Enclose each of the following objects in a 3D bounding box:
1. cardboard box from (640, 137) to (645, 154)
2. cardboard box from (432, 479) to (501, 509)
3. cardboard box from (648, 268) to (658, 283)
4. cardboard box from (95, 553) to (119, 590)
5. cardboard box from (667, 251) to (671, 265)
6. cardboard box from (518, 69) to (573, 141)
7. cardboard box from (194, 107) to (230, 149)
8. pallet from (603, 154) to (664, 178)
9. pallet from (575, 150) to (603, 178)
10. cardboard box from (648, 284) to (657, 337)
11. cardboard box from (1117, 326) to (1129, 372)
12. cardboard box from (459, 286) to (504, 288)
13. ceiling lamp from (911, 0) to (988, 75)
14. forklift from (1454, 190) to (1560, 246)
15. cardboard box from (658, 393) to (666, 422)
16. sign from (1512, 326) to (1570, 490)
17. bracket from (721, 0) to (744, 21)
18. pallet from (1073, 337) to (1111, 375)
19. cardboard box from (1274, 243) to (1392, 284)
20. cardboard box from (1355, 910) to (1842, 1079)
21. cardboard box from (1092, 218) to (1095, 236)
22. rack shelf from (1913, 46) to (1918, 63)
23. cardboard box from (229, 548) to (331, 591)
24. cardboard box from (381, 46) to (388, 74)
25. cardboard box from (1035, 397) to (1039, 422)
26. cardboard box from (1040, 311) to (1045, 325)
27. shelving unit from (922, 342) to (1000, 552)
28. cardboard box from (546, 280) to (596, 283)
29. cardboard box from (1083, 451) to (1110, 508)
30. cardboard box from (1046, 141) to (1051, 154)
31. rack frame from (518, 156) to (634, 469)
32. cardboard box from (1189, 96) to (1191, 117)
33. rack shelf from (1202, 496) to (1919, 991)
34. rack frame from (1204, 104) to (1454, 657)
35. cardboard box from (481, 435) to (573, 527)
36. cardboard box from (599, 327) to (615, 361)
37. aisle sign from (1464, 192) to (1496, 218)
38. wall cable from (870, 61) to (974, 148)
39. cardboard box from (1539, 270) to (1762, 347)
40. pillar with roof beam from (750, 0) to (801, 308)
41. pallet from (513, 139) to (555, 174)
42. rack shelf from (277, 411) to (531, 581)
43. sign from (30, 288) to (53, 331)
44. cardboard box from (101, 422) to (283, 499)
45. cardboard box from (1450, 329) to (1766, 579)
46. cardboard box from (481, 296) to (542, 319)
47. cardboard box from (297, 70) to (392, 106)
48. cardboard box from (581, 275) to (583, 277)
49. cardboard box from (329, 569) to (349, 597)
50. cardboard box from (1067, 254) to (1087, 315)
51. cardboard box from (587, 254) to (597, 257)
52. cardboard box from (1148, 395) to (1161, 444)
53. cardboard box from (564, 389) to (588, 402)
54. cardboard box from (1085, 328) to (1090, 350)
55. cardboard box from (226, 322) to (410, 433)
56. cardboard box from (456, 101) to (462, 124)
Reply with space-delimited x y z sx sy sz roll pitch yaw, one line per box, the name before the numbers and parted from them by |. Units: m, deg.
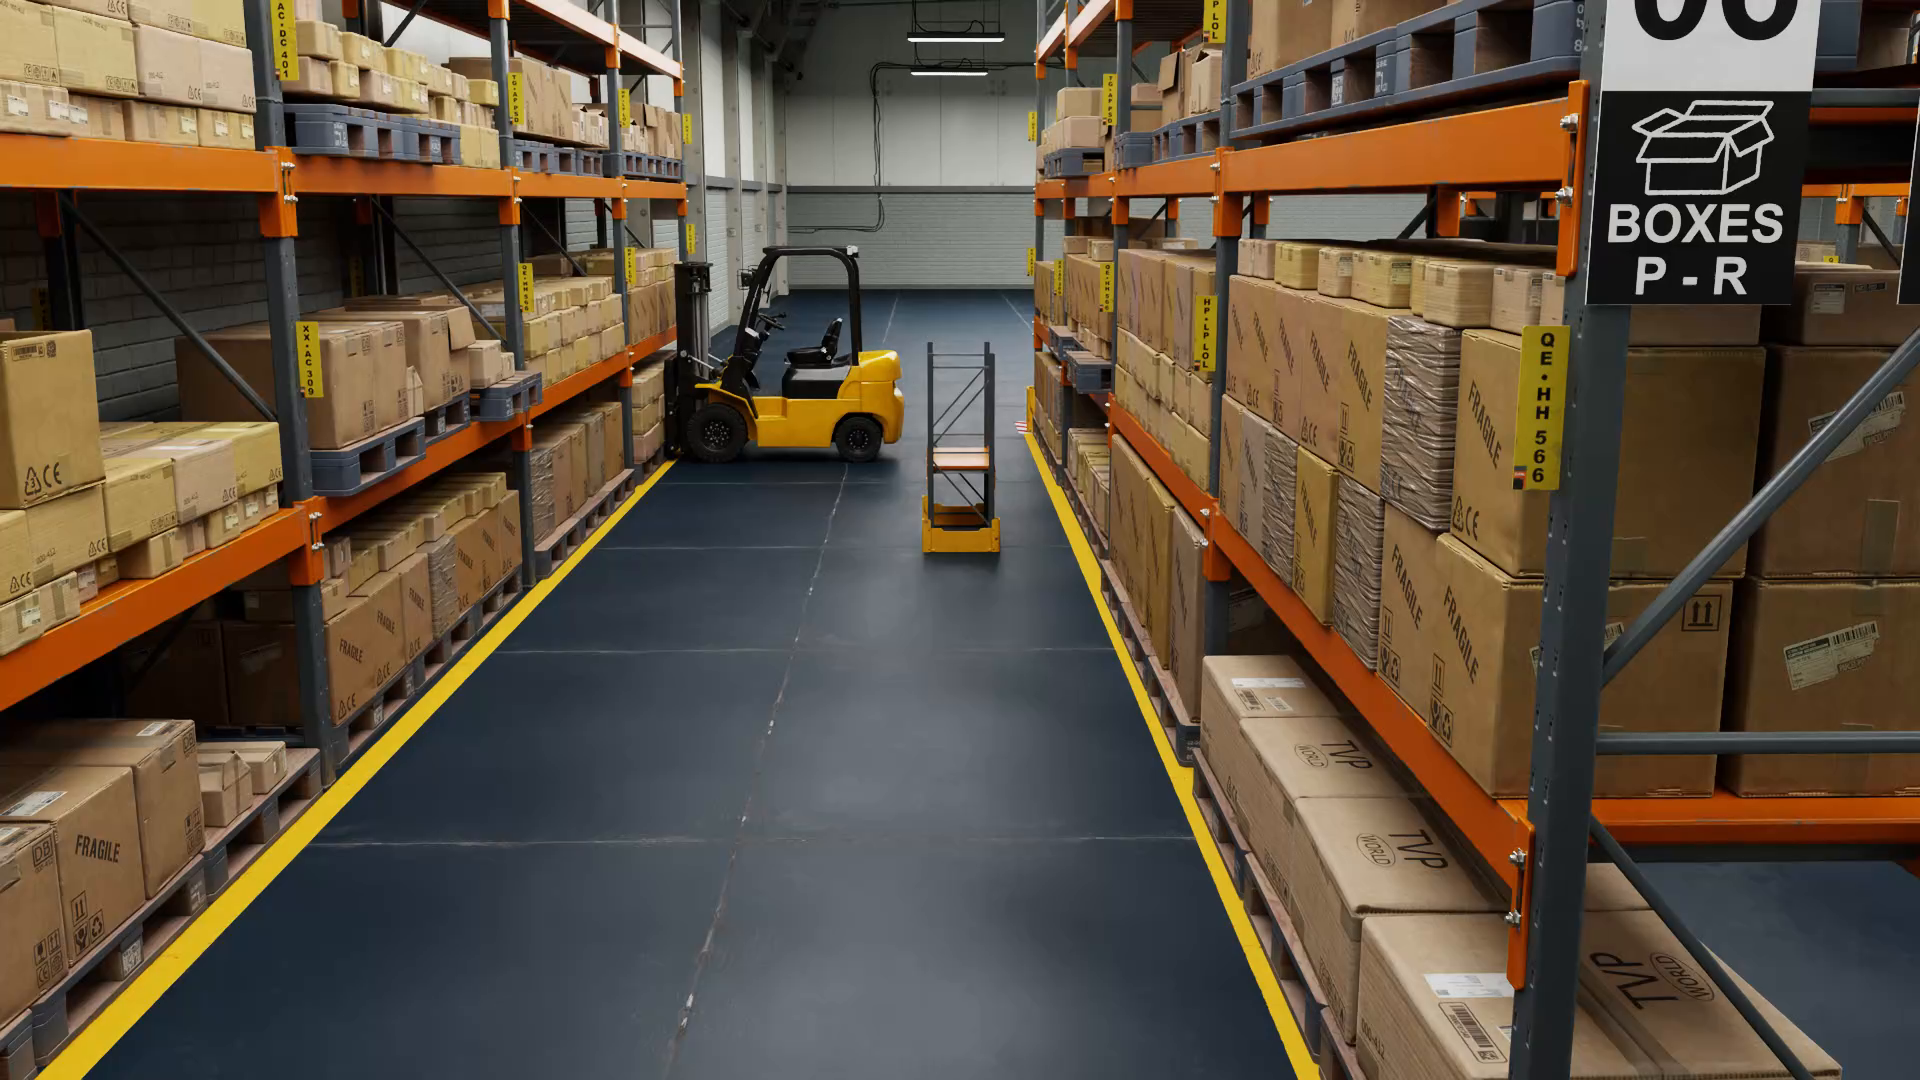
cardboard box | -3.238 -3.785 15.950 0.380 0.149 0.250 0 11 1
cardboard box | -3.133 -0.292 10.553 0.380 0.149 0.250 -1 11 -4
cardboard box | -3.272 -2.679 16.835 0.380 0.149 0.250 0 11 -2
cardboard box | -3.130 0.094 5.684 0.380 0.149 0.250 0 11 0
cardboard box | -3.265 -2.975 17.549 0.380 0.149 0.250 0 11 0
cardboard box | -3.226 -3.266 12.509 0.500 0.500 0.500 0 11 0
cardboard box | -3.046 -1.577 6.378 0.380 0.149 0.250 0 11 -1
pallet | -3.582 -3.778 16.814 1.003 0.211 1.213 0 11 -1
pallet | -3.485 -3.141 13.933 0.805 0.209 1.217 -1 11 -3
cardboard box | -3.303 -2.282 16.512 0.500 0.500 0.500 0 11 -2
cardboard box | 1.293 -1.236 10.725 0.500 0.250 0.500 0 11 -2
cardboard box | -3.738 -1.933 13.158 0.380 0.149 0.250 0 11 -1
ceiling lamp | -0.277 -13.608 42.823 2.000 3.185 0.800 0 11 -1
forklift | 3.823 -1.085 11.033 1.130 2.935 3.031 1 11 4
cardboard box | -3.229 -1.341 16.724 0.500 0.250 0.500 0 11 -2
sign | 1.152 -0.260 3.286 0.100 0.325 0.005 0 11 -1
bracket | -4.441 -10.282 32.053 0.076 0.066 4.783 0 11 -1
pallet | 1.447 -1.465 13.219 1.003 0.211 1.213 0 11 -1
cardboard box | 1.371 -1.013 6.108 0.380 0.149 0.250 0 11 -2
cardboard box | 1.581 1.344 4.280 0.875 0.438 0.875 -1 11 -3
cardboard box | 1.682 -2.936 16.470 0.700 0.500 0.500 0 11 -2
rack shelf | 11.313 -4.985 16.816 1.077 0.370 4.000 0 11 -1
cardboard box | -3.153 0.134 7.706 0.380 0.149 0.250 0 11 -2
cardboard box | -3.054 -2.363 8.195 0.380 0.149 0.250 0 11 0
cardboard box | 1.104 -1.453 18.535 0.500 0.250 0.500 0 11 -2
cardboard box | 1.067 -2.411 18.029 0.380 0.149 0.250 0 11 0
shelving unit | -0.002 -0.750 12.985 0.587 1.500 1.083 0 11 -1
cardboard box | -3.311 -2.140 14.178 0.380 0.149 0.250 0 11 -1
cardboard box | 1.494 -0.493 13.500 0.950 0.372 0.625 0 11 1
cardboard box | 1.135 -3.893 16.787 0.500 0.250 0.500 0 11 0
rack frame | -3.516 -1.940 15.076 1.000 3.000 0.127 0 11 -1
cardboard box | 1.423 -2.307 8.875 0.380 0.166 0.250 1 11 4
rack shelf | 1.653 0.380 5.453 1.077 0.370 4.000 0 11 -1
rack frame | 1.612 -0.371 7.342 1.000 3.000 0.127 0 11 -1
cardboard box | -3.454 -0.441 12.603 0.875 0.625 0.625 0 11 1
cardboard box | -3.228 -1.667 14.110 0.500 0.250 0.500 0 11 -1
aisle sign | 6.009 -4.083 19.104 0.394 0.787 0.004 0 11 -1
wall cable | -1.140 -13.052 49.868 3.097 2.526 0.112 0 11 -1
cardboard box | 1.487 -0.503 3.596 0.380 0.149 0.250 0 11 0
pillar with roof beam | -0.677 -10.321 41.301 9.100 9.000 0.548 0 11 -1
pallet | -3.537 -2.657 11.540 1.213 0.211 1.003 0 11 1
rack shelf | -3.392 -0.394 9.269 1.077 0.370 4.000 0 11 -1
sign | -3.906 -0.914 7.108 0.100 0.325 0.005 0 11 -1
cardboard box | -3.096 -0.322 6.729 0.500 0.250 0.500 0 11 0
cardboard box | 1.446 -0.209 3.780 0.500 0.500 0.500 0 11 1
cardboard box | -3.152 -1.629 11.662 0.380 0.149 0.250 0 11 0
cardboard box | -2.953 -2.164 7.963 0.380 0.149 0.250 0 11 0
cardboard box | -3.861 -2.523 16.069 0.380 0.149 0.250 0 11 -1
cardboard box | -3.175 0.225 8.006 0.380 0.149 0.250 -1 11 -3
cardboard box | 1.180 -2.168 14.143 0.500 0.500 0.500 0 11 -1
cardboard box | -3.819 -2.769 16.534 0.380 0.149 0.250 0 11 -2
cardboard box | 1.335 -0.690 9.291 0.500 0.250 0.500 0 11 -1
cardboard box | -3.720 -1.385 15.686 0.500 0.250 0.500 0 11 0
cardboard box | 1.142 -1.520 12.584 0.380 0.149 0.250 0 11 0
cardboard box | -3.148 -0.804 8.172 0.700 0.500 0.500 0 11 -1
cardboard box | -3.220 -2.563 9.979 0.380 0.149 0.250 0 11 0
